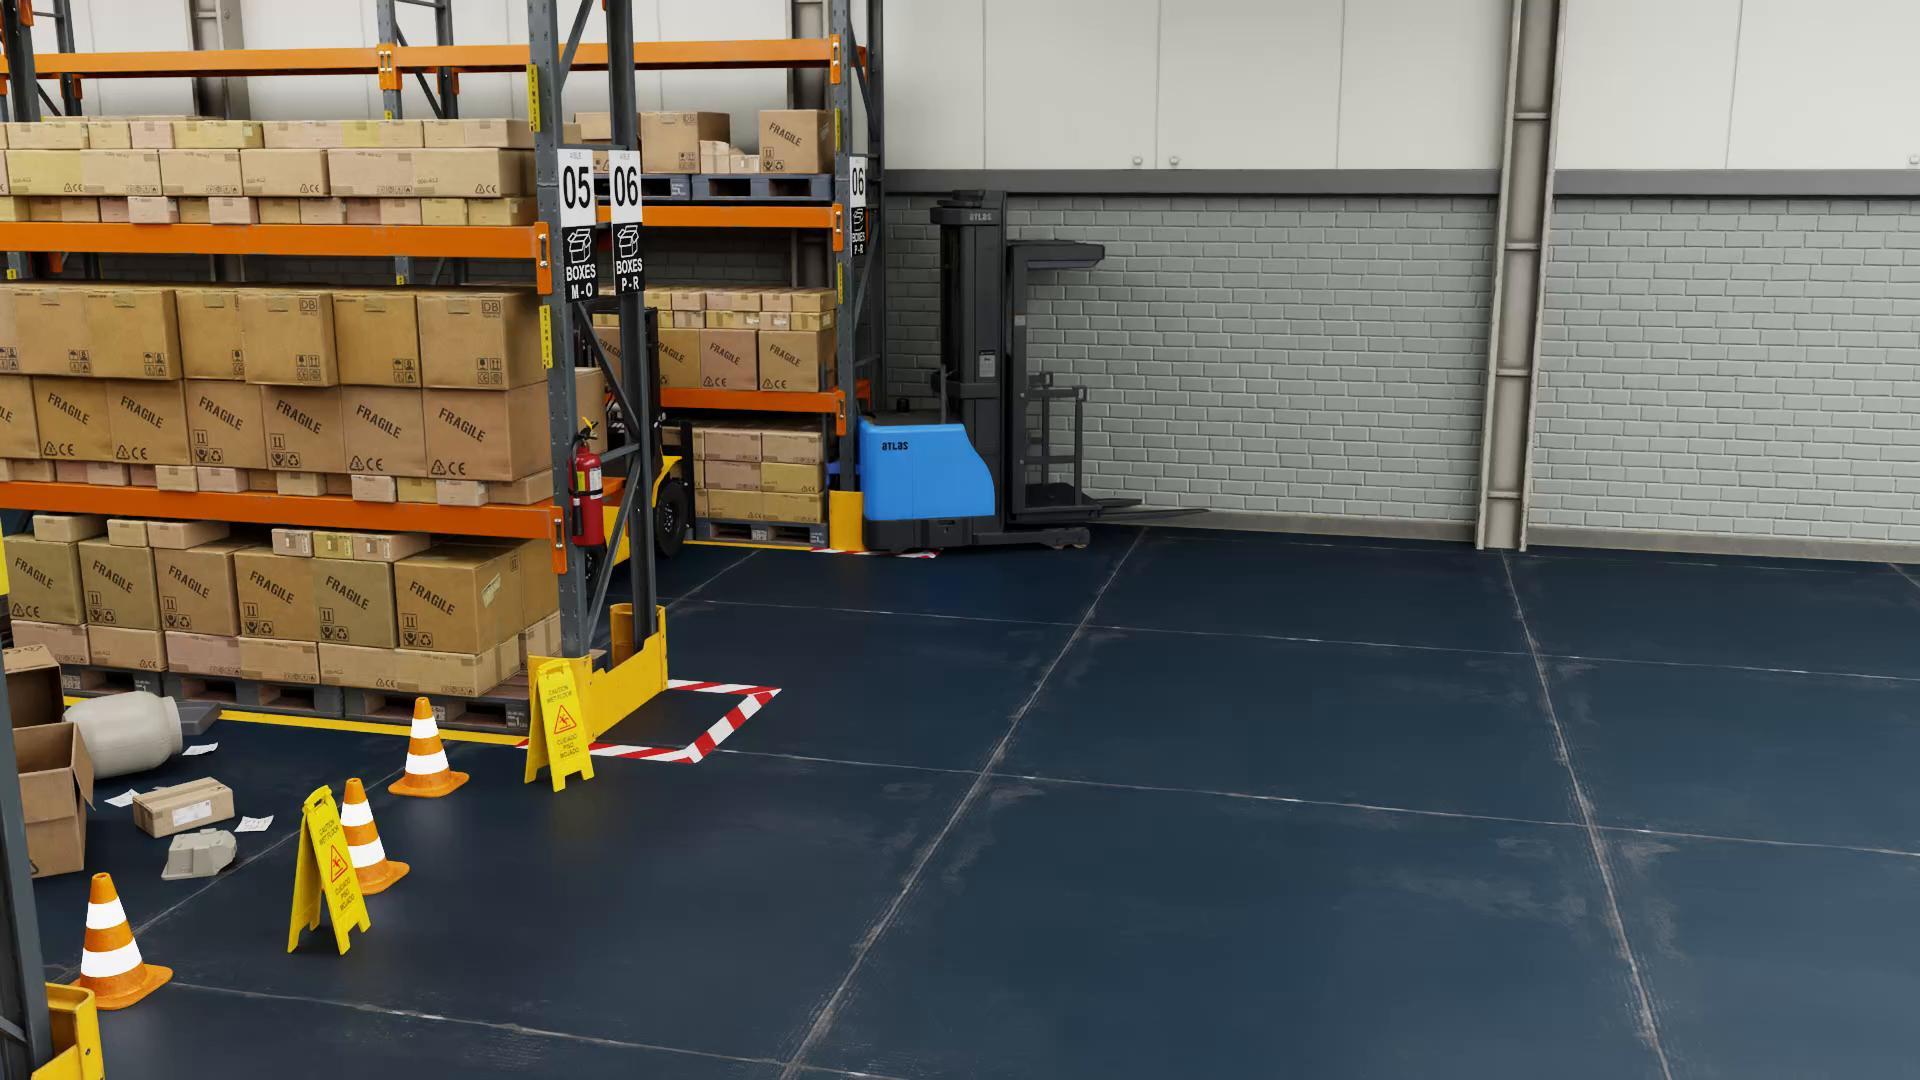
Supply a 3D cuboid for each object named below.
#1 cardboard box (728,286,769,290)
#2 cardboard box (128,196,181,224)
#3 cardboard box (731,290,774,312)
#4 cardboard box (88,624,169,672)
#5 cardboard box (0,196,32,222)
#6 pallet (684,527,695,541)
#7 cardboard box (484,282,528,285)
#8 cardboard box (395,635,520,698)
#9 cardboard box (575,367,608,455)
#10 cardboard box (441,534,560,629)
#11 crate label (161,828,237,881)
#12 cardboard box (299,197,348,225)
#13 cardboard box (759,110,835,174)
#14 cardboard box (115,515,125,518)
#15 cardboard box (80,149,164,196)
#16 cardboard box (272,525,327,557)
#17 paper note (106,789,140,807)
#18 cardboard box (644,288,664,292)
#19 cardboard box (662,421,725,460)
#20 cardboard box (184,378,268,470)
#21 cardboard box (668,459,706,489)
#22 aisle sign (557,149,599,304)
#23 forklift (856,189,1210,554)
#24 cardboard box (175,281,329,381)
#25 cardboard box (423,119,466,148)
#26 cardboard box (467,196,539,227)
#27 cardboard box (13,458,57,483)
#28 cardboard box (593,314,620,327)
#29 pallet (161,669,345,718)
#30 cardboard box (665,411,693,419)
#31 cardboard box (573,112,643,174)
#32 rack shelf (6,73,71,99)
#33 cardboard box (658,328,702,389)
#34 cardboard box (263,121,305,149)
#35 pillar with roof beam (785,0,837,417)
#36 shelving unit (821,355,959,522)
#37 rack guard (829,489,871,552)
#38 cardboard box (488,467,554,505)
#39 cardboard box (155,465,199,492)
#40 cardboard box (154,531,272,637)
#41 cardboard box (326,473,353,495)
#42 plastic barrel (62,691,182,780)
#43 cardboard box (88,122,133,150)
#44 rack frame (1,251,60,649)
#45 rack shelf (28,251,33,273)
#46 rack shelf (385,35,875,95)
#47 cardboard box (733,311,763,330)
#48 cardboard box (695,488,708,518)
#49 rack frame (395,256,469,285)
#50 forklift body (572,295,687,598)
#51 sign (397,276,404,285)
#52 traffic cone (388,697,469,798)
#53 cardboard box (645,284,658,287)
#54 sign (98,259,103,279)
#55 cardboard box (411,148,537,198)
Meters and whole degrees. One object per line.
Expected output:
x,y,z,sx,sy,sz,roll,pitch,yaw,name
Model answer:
-1.838,-2.119,14.444,0.250,0.149,0.380,3,13,14,cardboard box
-4.415,-1.851,9.305,0.250,0.149,0.380,3,13,12,cardboard box
-1.726,-1.998,13.897,0.250,0.149,0.380,3,13,15,cardboard box
-4.860,0.588,10.037,0.500,0.250,0.500,4,13,17,cardboard box
-5.405,-1.910,9.573,0.250,0.149,0.380,3,13,14,cardboard box
-2.754,-0.232,14.791,1.213,0.211,1.003,3,13,14,pallet
-4.088,-2.242,14.999,0.250,0.149,0.380,3,13,12,cardboard box
-2.879,0.696,9.549,0.500,0.250,0.500,3,13,13,cardboard box
-2.400,-0.731,9.688,0.500,0.500,0.500,3,13,13,cardboard box
-2.746,0.216,9.984,0.500,0.500,0.500,3,13,12,cardboard box
-3.447,1.415,7.538,0.298,0.136,0.250,-4,13,-16,crate label
-3.402,-1.813,9.135,0.250,0.149,0.380,3,13,13,cardboard box
-1.309,-3.237,13.543,0.500,0.500,0.500,3,13,15,cardboard box
-5.251,0.083,10.580,0.500,0.500,0.500,3,13,13,cardboard box
-4.542,-2.065,9.348,0.500,0.250,0.500,3,13,14,cardboard box
-3.718,-0.019,9.545,0.250,0.149,0.380,4,13,16,cardboard box
-4.190,1.294,8.355,0.142,0.019,0.148,8,15,33,paper note
-2.709,-2.062,14.187,0.250,0.149,0.380,3,13,14,cardboard box
-2.332,-0.857,14.241,0.500,0.250,0.500,3,13,14,cardboard box
-4.057,-0.703,9.558,0.500,0.500,0.500,3,13,14,cardboard box
-2.359,-0.615,14.307,0.500,0.250,0.500,3,13,12,cardboard box
-2.015,-1.659,8.786,0.004,0.787,0.394,3,13,14,aisle sign
0.612,-1.462,14.055,3.031,2.935,1.130,-3,13,-13,forklift
-4.015,-1.205,9.514,0.500,0.500,0.700,3,13,13,cardboard box
-2.646,-2.162,8.869,0.250,0.149,0.380,3,13,15,cardboard box
-2.420,-1.756,8.878,0.250,0.149,0.380,3,13,14,cardboard box
-5.403,-0.453,9.932,0.250,0.149,0.380,3,13,15,cardboard box
-2.961,-1.915,14.213,0.250,0.149,0.380,3,13,12,cardboard box
-4.041,0.790,10.188,1.213,0.211,1.003,3,13,14,pallet
-2.707,-0.995,14.865,0.500,0.250,0.500,3,13,12,cardboard box
-2.838,-3.351,14.050,0.637,0.503,0.797,3,13,15,cardboard box
-10.529,-4.400,15.873,4.000,0.370,1.077,3,13,14,rack shelf
-2.360,-1.573,14.168,0.500,0.500,0.500,3,13,12,cardboard box
-3.616,-2.229,9.170,0.250,0.149,0.380,3,13,12,cardboard box
-2.312,-3.748,10.350,0.400,9.000,9.100,3,13,14,pillar with roof beam
-0.570,-0.765,13.944,1.048,1.500,0.538,3,14,13,shelving unit
-0.797,-0.277,14.328,0.348,0.500,1.175,3,13,14,rack guard
-2.420,-0.306,9.269,0.250,0.149,0.380,4,13,15,cardboard box
-4.421,-0.387,9.634,0.250,0.149,0.380,3,13,14,cardboard box
-4.356,0.249,9.833,0.500,0.500,0.500,4,13,16,cardboard box
-3.409,-0.364,9.528,0.250,0.149,0.380,3,13,14,cardboard box
-4.374,1.014,8.684,0.512,0.421,0.421,-9,15,-35,plastic barrel
-4.647,-2.264,9.325,0.250,0.149,0.380,3,13,12,cardboard box
-5.890,-0.662,10.293,0.127,3.000,1.000,3,13,14,rack frame
-7.831,-1.879,10.513,4.000,0.370,1.077,3,13,14,rack shelf
-2.762,-3.985,14.002,4.000,0.370,1.077,3,13,14,rack shelf
-1.717,-1.856,13.947,0.250,0.149,0.380,3,13,15,cardboard box
-2.316,-0.375,14.376,0.500,0.250,0.500,3,13,14,cardboard box
-4.704,-1.706,14.998,0.127,3.000,1.000,3,13,14,rack frame
-3.099,-0.799,12.869,1.214,2.155,2.313,3,13,14,forklift body
-4.825,-2.118,14.365,0.005,0.325,0.100,3,13,14,sign
-2.733,1.033,8.510,0.334,0.463,0.336,3,13,14,traffic cone
-2.848,-2.171,14.678,0.250,0.149,0.380,3,13,15,cardboard box
-8.458,-2.596,16.335,0.005,0.325,0.100,3,13,14,sign
-2.567,-1.961,8.880,0.500,0.250,0.500,3,13,13,cardboard box
